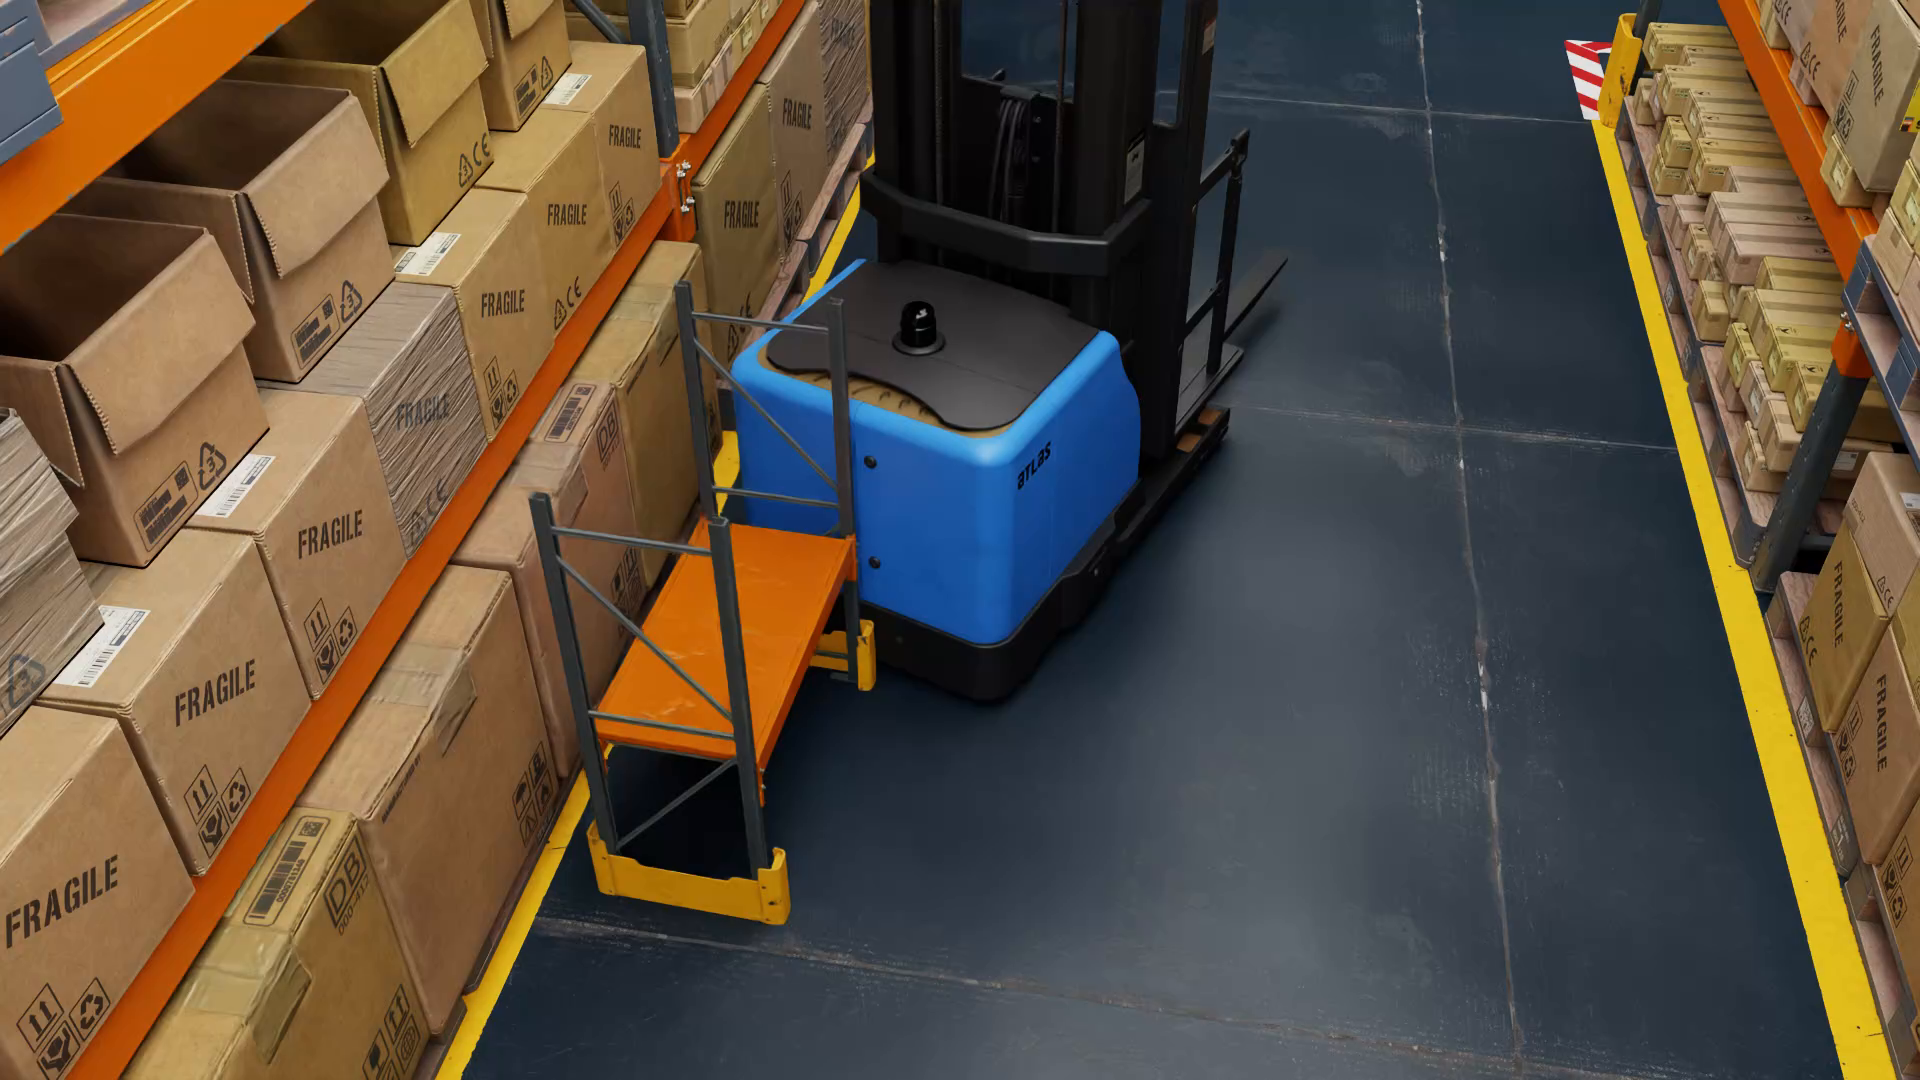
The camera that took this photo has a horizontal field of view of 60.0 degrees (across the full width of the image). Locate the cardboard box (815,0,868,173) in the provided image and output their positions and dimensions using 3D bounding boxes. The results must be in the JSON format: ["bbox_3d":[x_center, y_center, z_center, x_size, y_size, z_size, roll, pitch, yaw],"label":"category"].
[{"bbox_3d":[-0.987,-2.429,8.172,0.875,0.875,0.875,6,40,8],"label":"cardboard box"}]

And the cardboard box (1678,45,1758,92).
[{"bbox_3d":[3.715,-2.272,8.085,0.380,0.149,0.250,7,40,8],"label":"cardboard box"}]

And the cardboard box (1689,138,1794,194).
[{"bbox_3d":[3.436,-1.631,7.309,0.380,0.149,0.250,7,40,8],"label":"cardboard box"}]

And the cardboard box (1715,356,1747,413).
[{"bbox_3d":[3.219,-0.621,6.555,0.380,0.149,0.250,5,40,6],"label":"cardboard box"}]

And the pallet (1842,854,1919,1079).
[{"bbox_3d":[3.035,1.384,4.410,1.003,0.211,1.213,6,40,8],"label":"pallet"}]

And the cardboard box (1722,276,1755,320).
[{"bbox_3d":[3.347,-1.008,6.789,0.380,0.149,0.250,7,40,9],"label":"cardboard box"}]

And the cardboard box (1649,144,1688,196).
[{"bbox_3d":[3.511,-1.749,7.919,0.380,0.149,0.250,7,40,8],"label":"cardboard box"}]

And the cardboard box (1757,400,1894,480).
[{"bbox_3d":[3.119,-0.358,6.003,0.380,0.149,0.250,7,40,9],"label":"cardboard box"}]

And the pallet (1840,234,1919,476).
[{"bbox_3d":[3.102,-0.410,4.542,1.003,0.211,1.213,6,40,8],"label":"pallet"}]

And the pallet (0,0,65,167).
[{"bbox_3d":[-2.123,-0.541,2.344,1.213,0.211,1.003,8,40,10],"label":"pallet"}]

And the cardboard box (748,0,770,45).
[{"bbox_3d":[-0.977,-2.105,6.639,0.380,0.149,0.250,5,40,6],"label":"cardboard box"}]

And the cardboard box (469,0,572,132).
[{"bbox_3d":[-1.593,-1.581,4.942,0.797,0.503,0.637,5,40,7],"label":"cardboard box"}]

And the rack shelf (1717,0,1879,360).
[{"bbox_3d":[3.724,-1.925,6.789,1.077,0.370,4.000,6,40,8],"label":"rack shelf"}]

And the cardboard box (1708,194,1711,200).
[{"bbox_3d":[3.558,-1.505,7.391,0.380,0.149,0.250,8,40,10],"label":"cardboard box"}]

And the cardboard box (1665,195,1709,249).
[{"bbox_3d":[3.432,-1.432,7.535,0.380,0.149,0.250,5,40,6],"label":"cardboard box"}]

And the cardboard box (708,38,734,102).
[{"bbox_3d":[-1.066,-1.775,6.240,0.380,0.149,0.250,5,40,6],"label":"cardboard box"}]

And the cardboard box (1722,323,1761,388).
[{"bbox_3d":[3.182,-0.699,6.416,0.380,0.149,0.250,5,40,6],"label":"cardboard box"}]

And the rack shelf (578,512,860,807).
[{"bbox_3d":[-0.687,0.324,4.963,0.538,0.185,1.000,8,40,10],"label":"rack shelf"}]

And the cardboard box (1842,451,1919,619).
[{"bbox_3d":[2.989,0.000,4.940,0.500,0.250,0.500,5,40,6],"label":"cardboard box"}]

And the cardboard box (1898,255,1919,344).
[{"bbox_3d":[2.814,-0.641,4.539,0.380,0.149,0.250,7,40,8],"label":"cardboard box"}]

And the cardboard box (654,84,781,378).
[{"bbox_3d":[-1.297,-1.306,6.813,0.875,0.875,0.875,6,40,8],"label":"cardboard box"}]

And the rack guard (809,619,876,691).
[{"bbox_3d":[-0.577,0.352,5.628,0.587,0.250,0.087,8,40,10],"label":"rack guard"}]

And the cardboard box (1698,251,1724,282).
[{"bbox_3d":[3.400,-1.100,7.134,0.380,0.149,0.250,7,40,9],"label":"cardboard box"}]

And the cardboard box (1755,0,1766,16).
[{"bbox_3d":[3.471,-2.209,6.765,0.380,0.149,0.250,8,40,9],"label":"cardboard box"}]

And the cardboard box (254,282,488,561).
[{"bbox_3d":[-1.570,-0.320,4.205,0.500,0.500,0.500,7,40,8],"label":"cardboard box"}]

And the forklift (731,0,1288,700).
[{"bbox_3d":[0.427,-1.521,5.790,1.130,2.935,3.031,20,44,23],"label":"forklift"}]

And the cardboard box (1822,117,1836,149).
[{"bbox_3d":[3.239,-1.390,5.775,0.380,0.149,0.250,8,40,9],"label":"cardboard box"}]

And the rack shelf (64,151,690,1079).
[{"bbox_3d":[-1.836,-0.025,4.491,1.077,0.370,4.000,6,40,8],"label":"rack shelf"}]

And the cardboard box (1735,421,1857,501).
[{"bbox_3d":[3.110,-0.294,6.159,0.380,0.149,0.250,7,40,8],"label":"cardboard box"}]

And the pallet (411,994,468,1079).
[{"bbox_3d":[-1.972,1.541,4.221,1.003,0.211,1.213,6,40,8],"label":"pallet"}]

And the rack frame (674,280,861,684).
[{"bbox_3d":[-0.577,-0.130,5.231,0.500,1.500,0.032,8,40,10],"label":"rack frame"}]

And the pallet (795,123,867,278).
[{"bbox_3d":[-1.073,-1.719,8.164,1.003,0.211,1.213,6,40,8],"label":"pallet"}]

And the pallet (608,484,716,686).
[{"bbox_3d":[-1.550,0.010,6.073,1.003,0.211,1.213,6,40,8],"label":"pallet"}]

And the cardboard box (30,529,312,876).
[{"bbox_3d":[-1.743,0.315,3.436,0.500,0.500,0.500,5,40,6],"label":"cardboard box"}]

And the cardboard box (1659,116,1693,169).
[{"bbox_3d":[3.517,-1.857,7.816,0.380,0.149,0.250,8,40,9],"label":"cardboard box"}]

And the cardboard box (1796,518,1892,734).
[{"bbox_3d":[2.988,0.289,5.179,0.500,0.500,0.500,8,40,9],"label":"cardboard box"}]

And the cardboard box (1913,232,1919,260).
[{"bbox_3d":[2.813,-0.768,4.459,0.380,0.149,0.250,6,40,7],"label":"cardboard box"}]

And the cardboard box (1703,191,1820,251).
[{"bbox_3d":[3.336,-1.318,6.931,0.380,0.149,0.250,5,40,6],"label":"cardboard box"}]

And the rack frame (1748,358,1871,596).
[{"bbox_3d":[3.377,-0.947,5.042,1.000,3.000,0.127,6,40,8],"label":"rack frame"}]

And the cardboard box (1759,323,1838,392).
[{"bbox_3d":[3.188,-0.656,6.131,0.380,0.149,0.250,7,40,8],"label":"cardboard box"}]

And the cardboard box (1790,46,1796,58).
[{"bbox_3d":[3.422,-1.877,6.364,0.380,0.149,0.250,6,40,7],"label":"cardboard box"}]

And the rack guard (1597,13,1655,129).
[{"bbox_3d":[4.056,-2.447,8.817,1.175,0.500,0.348,6,40,8],"label":"rack guard"}]

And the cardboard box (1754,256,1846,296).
[{"bbox_3d":[3.346,-0.968,6.507,0.380,0.149,0.250,8,40,9],"label":"cardboard box"}]

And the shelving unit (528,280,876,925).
[{"bbox_3d":[-0.685,0.180,4.855,0.587,1.500,1.083,8,40,10],"label":"shelving unit"}]

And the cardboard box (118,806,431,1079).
[{"bbox_3d":[-2.042,1.179,3.808,1.225,0.875,0.875,5,40,6],"label":"cardboard box"}]

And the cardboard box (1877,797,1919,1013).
[{"bbox_3d":[2.821,0.951,4.378,0.500,0.500,0.500,7,40,8],"label":"cardboard box"}]

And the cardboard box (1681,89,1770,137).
[{"bbox_3d":[3.584,-1.964,7.712,0.380,0.149,0.250,5,40,5],"label":"cardboard box"}]

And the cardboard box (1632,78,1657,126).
[{"bbox_3d":[3.664,-2.227,8.498,0.380,0.149,0.250,7,40,9],"label":"cardboard box"}]

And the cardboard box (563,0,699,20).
[{"bbox_3d":[-1.156,-2.176,5.823,0.500,0.500,0.500,6,40,8],"label":"cardboard box"}]

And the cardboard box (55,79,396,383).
[{"bbox_3d":[-1.815,-0.760,3.949,0.797,0.503,0.637,8,40,9],"label":"cardboard box"}]

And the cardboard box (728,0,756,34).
[{"bbox_3d":[-1.060,-2.192,6.432,0.500,0.250,0.500,6,40,7],"label":"cardboard box"}]

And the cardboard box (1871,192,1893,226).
[{"bbox_3d":[3.196,-1.056,5.370,0.380,0.149,0.250,6,40,7],"label":"cardboard box"}]

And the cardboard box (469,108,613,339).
[{"bbox_3d":[-1.395,-0.963,4.982,0.500,0.500,0.500,8,40,9],"label":"cardboard box"}]

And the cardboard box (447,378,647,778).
[{"bbox_3d":[-1.735,0.064,5.156,1.225,0.875,0.875,5,40,6],"label":"cardboard box"}]

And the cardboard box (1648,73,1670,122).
[{"bbox_3d":[3.623,-2.169,8.194,0.380,0.149,0.250,6,40,7],"label":"cardboard box"}]

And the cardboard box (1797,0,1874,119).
[{"bbox_3d":[3.274,-1.761,5.714,0.500,0.500,0.500,5,40,6],"label":"cardboard box"}]

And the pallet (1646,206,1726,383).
[{"bbox_3d":[3.668,-1.066,7.374,1.003,0.211,1.213,6,40,8],"label":"pallet"}]

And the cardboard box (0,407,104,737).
[{"bbox_3d":[-2.040,0.070,2.945,0.797,0.503,0.637,8,40,9],"label":"cardboard box"}]
